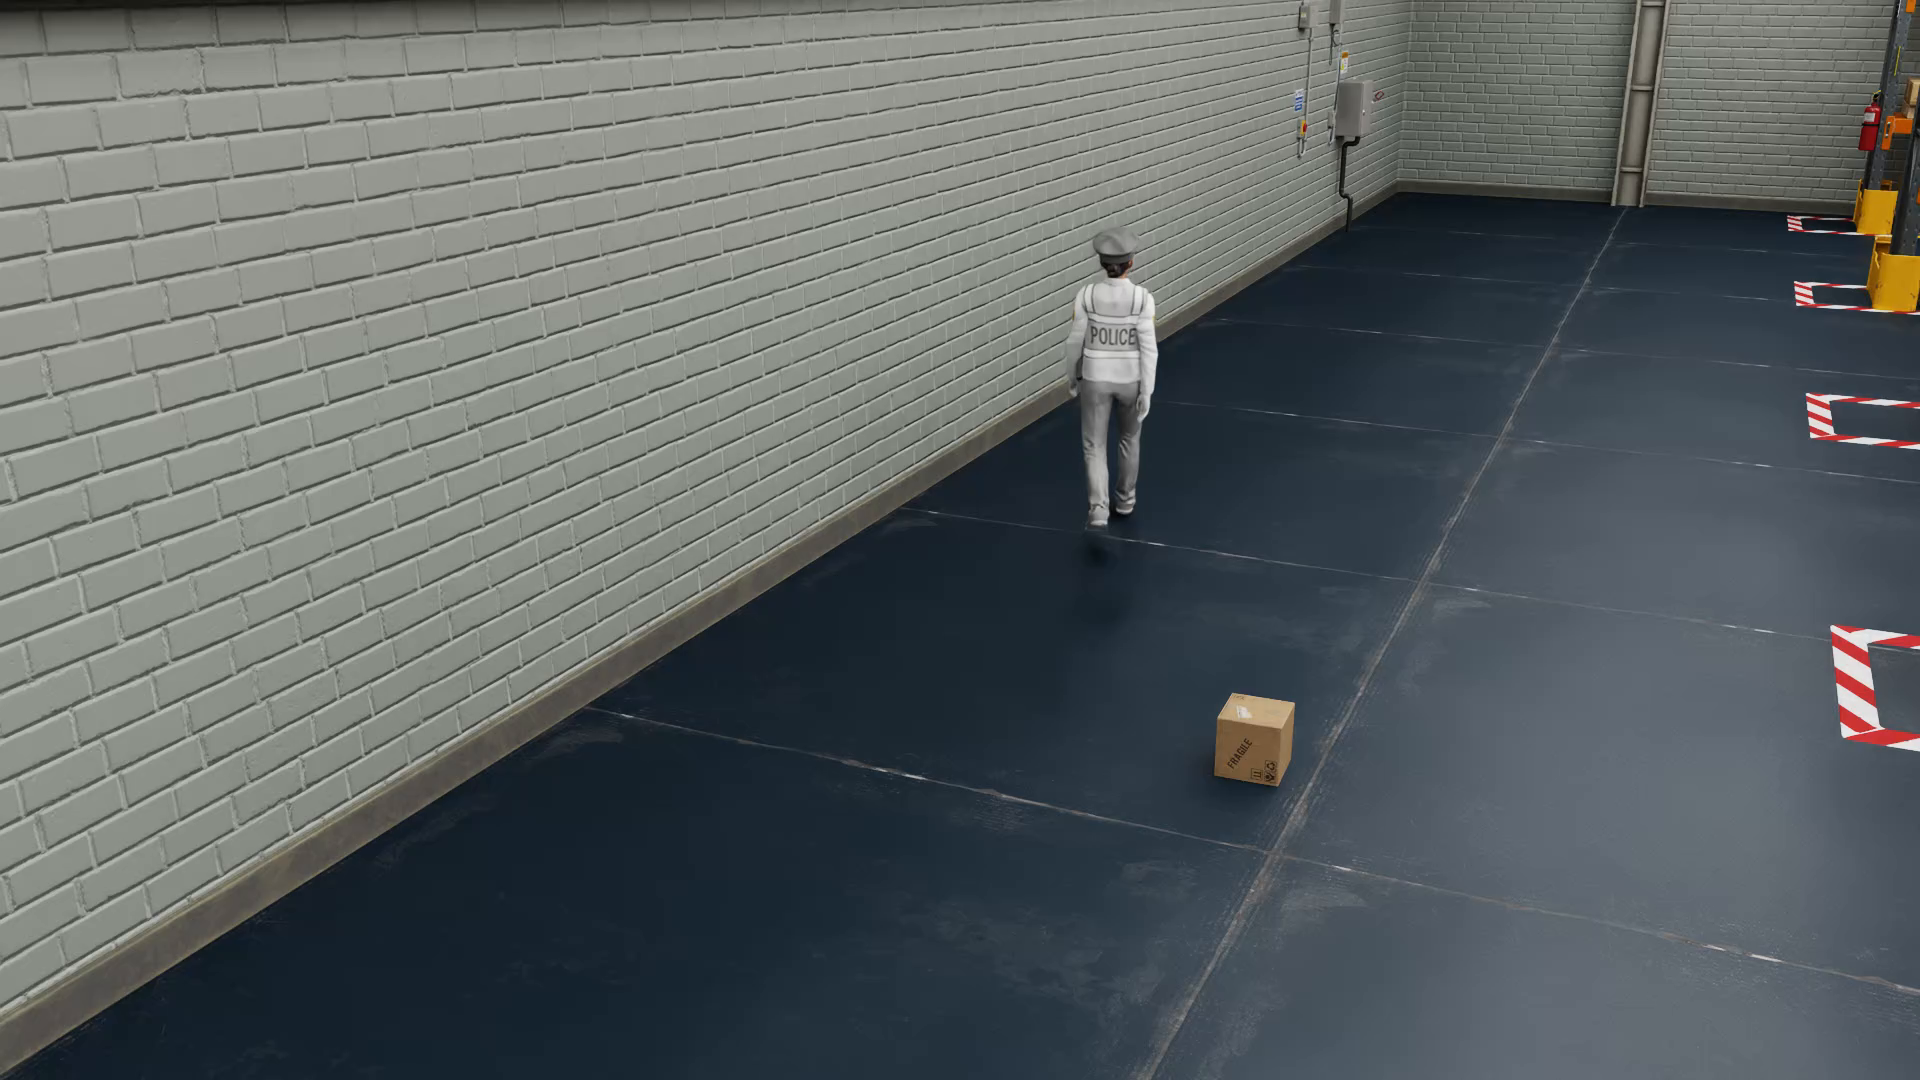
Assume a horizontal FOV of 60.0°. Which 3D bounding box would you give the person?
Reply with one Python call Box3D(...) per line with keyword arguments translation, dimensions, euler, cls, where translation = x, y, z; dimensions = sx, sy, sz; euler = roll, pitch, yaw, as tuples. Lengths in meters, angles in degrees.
Box3D(translation=(0.813, -0.864, 8.998), dimensions=(0.491, 1.643, 0.922), euler=(1, 19, 4), cls="person")
